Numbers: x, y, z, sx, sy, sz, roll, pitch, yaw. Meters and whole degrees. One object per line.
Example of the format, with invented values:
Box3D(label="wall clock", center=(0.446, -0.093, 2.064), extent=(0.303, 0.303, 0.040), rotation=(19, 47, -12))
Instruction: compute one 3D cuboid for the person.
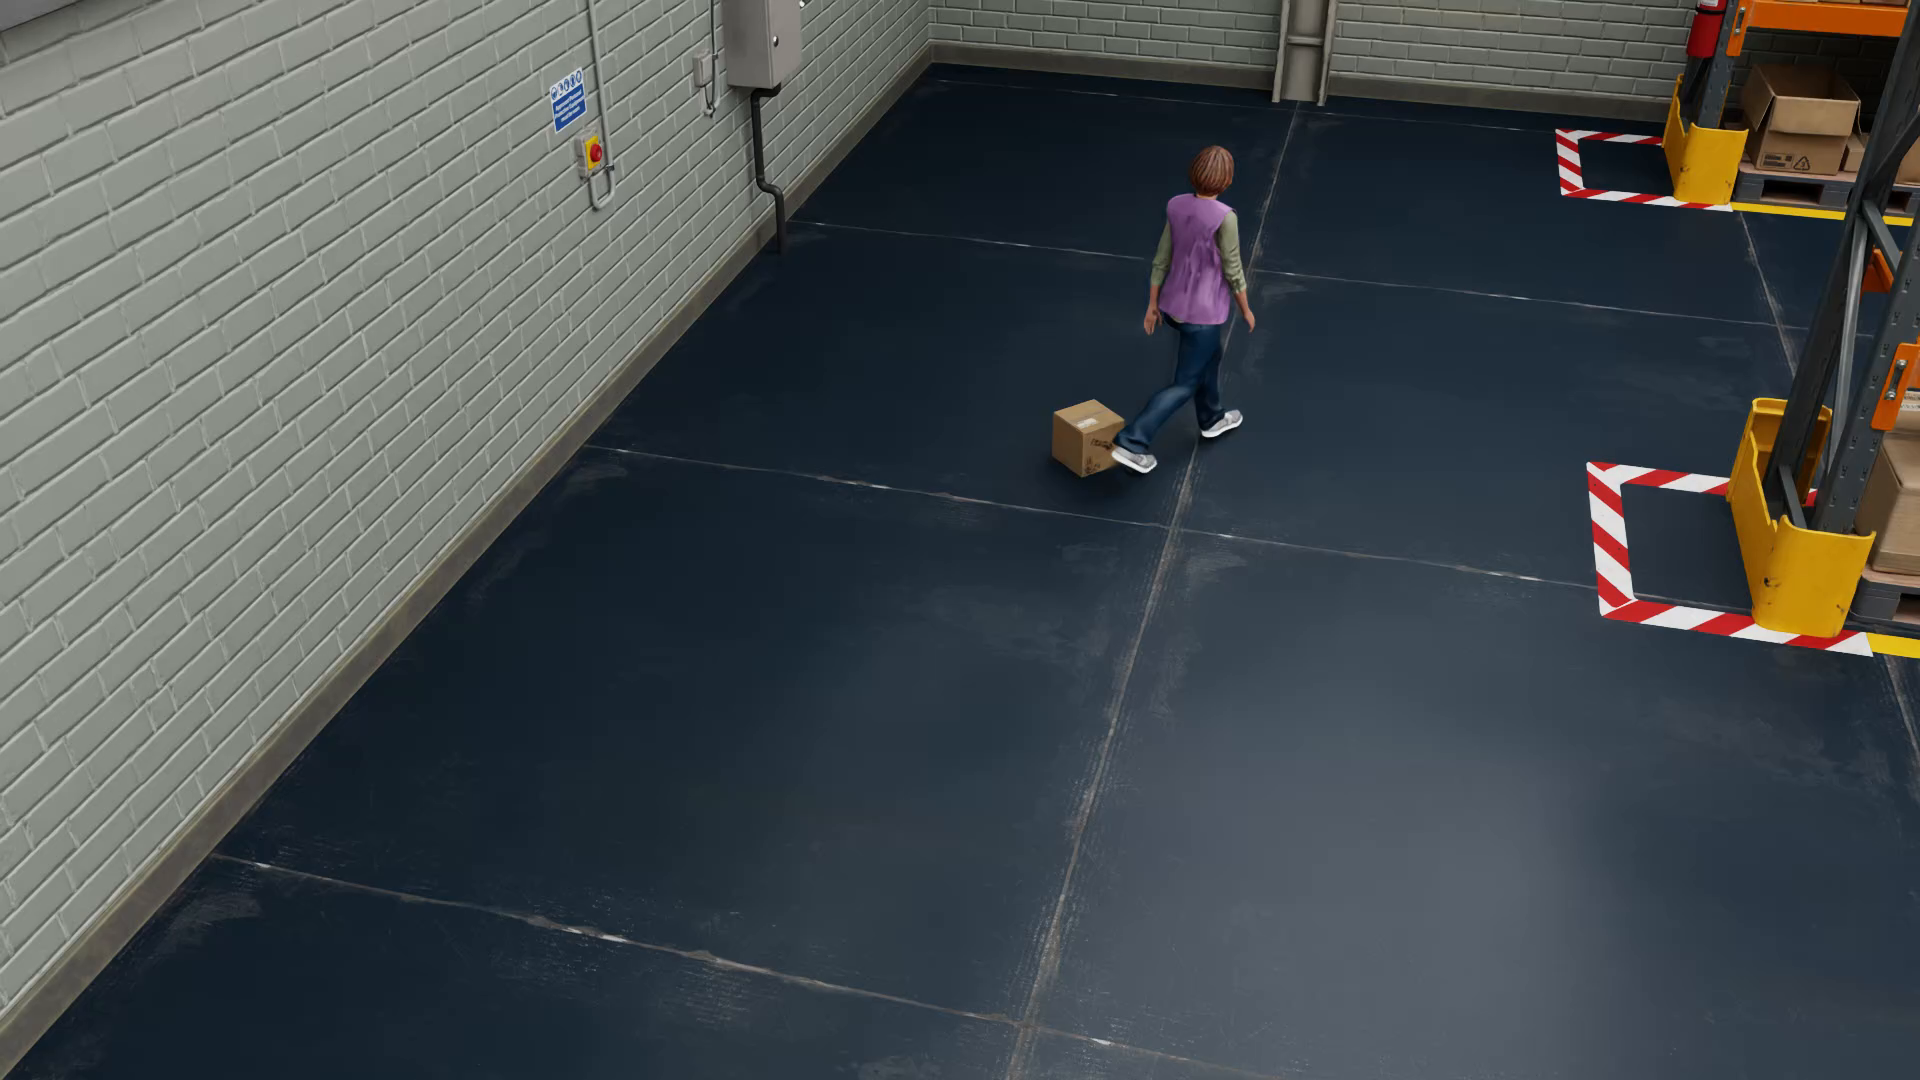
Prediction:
Box3D(label="person", center=(1.071, -1.071, 7.781), extent=(0.968, 1.540, 0.426), rotation=(-21, 39, -29))
